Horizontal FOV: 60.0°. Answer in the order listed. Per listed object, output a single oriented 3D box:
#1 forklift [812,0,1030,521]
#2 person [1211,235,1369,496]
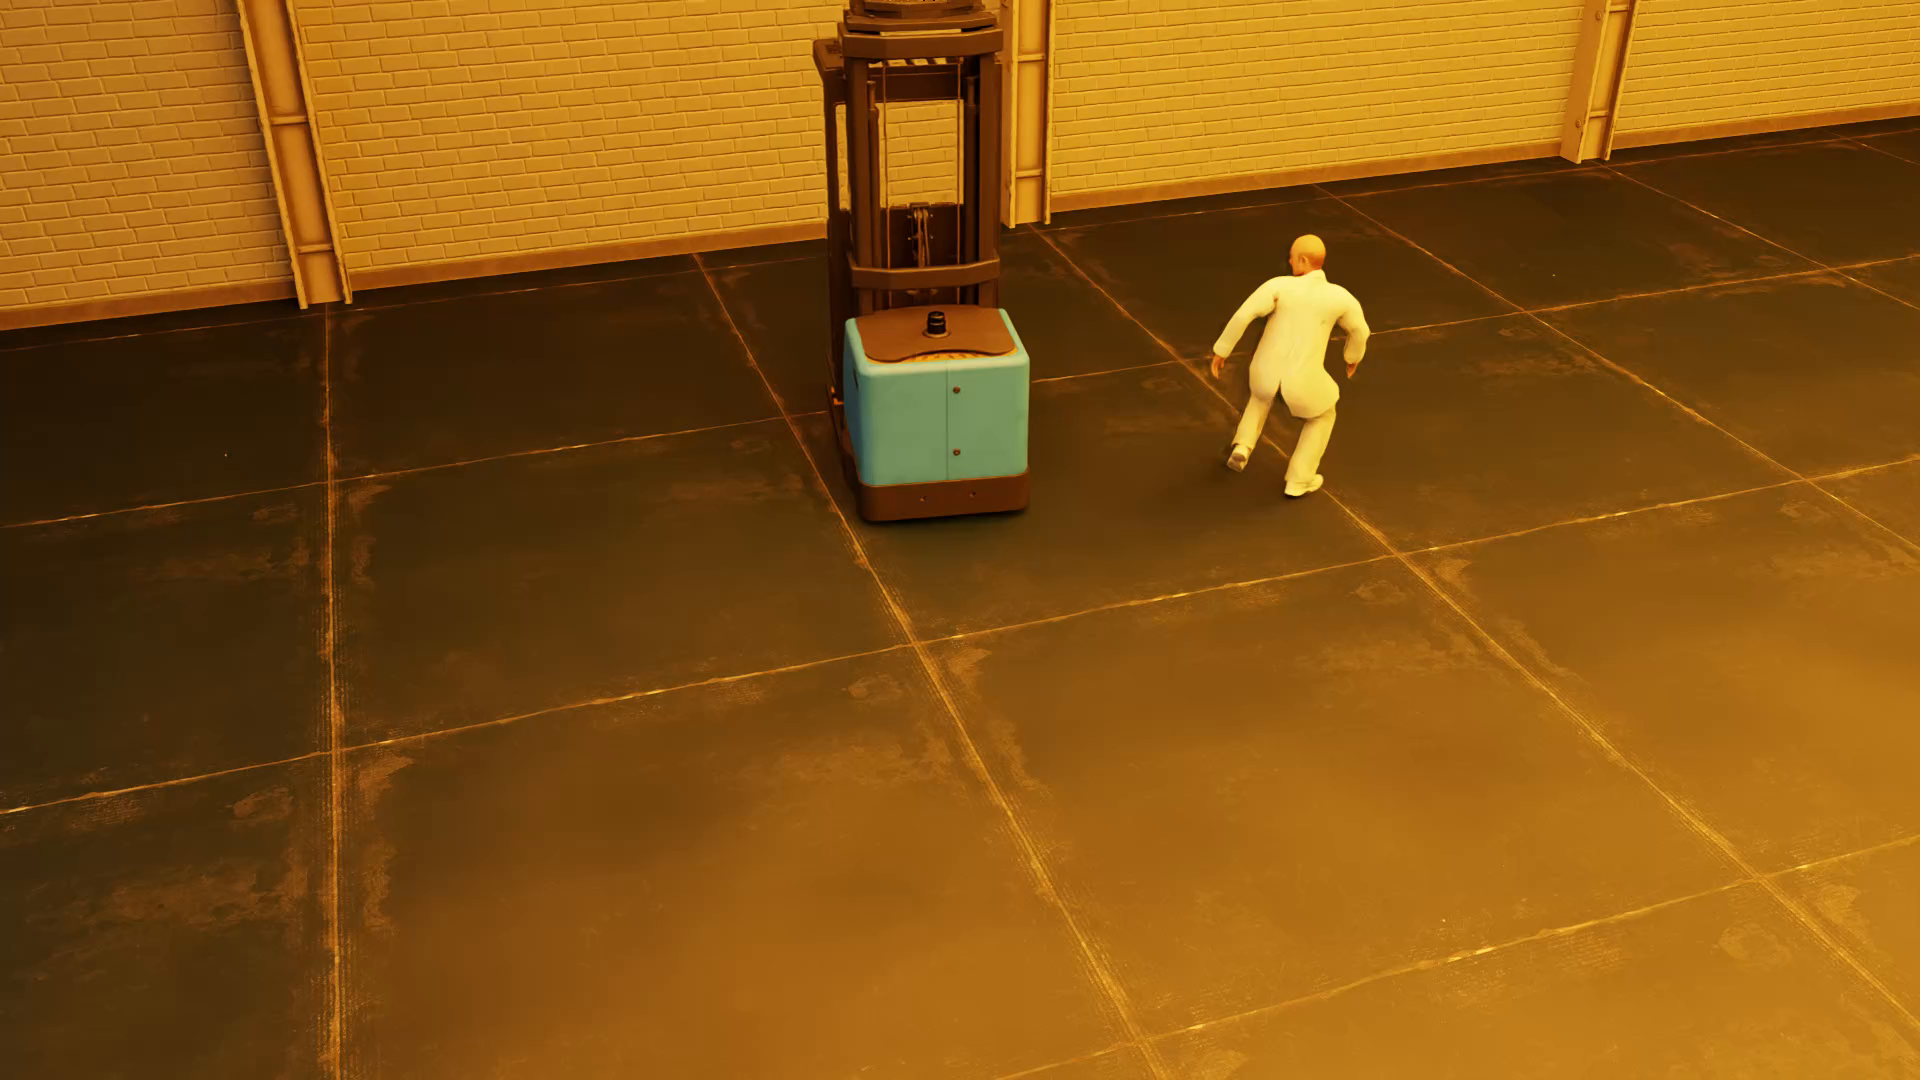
[{"bbox_3d":[-0.327,-2.100,10.737,1.130,2.935,3.031,-5,30,-8],"label":"forklift"},{"bbox_3d":[2.037,-1.077,10.242,0.868,1.677,0.650,12,32,20],"label":"person"}]
